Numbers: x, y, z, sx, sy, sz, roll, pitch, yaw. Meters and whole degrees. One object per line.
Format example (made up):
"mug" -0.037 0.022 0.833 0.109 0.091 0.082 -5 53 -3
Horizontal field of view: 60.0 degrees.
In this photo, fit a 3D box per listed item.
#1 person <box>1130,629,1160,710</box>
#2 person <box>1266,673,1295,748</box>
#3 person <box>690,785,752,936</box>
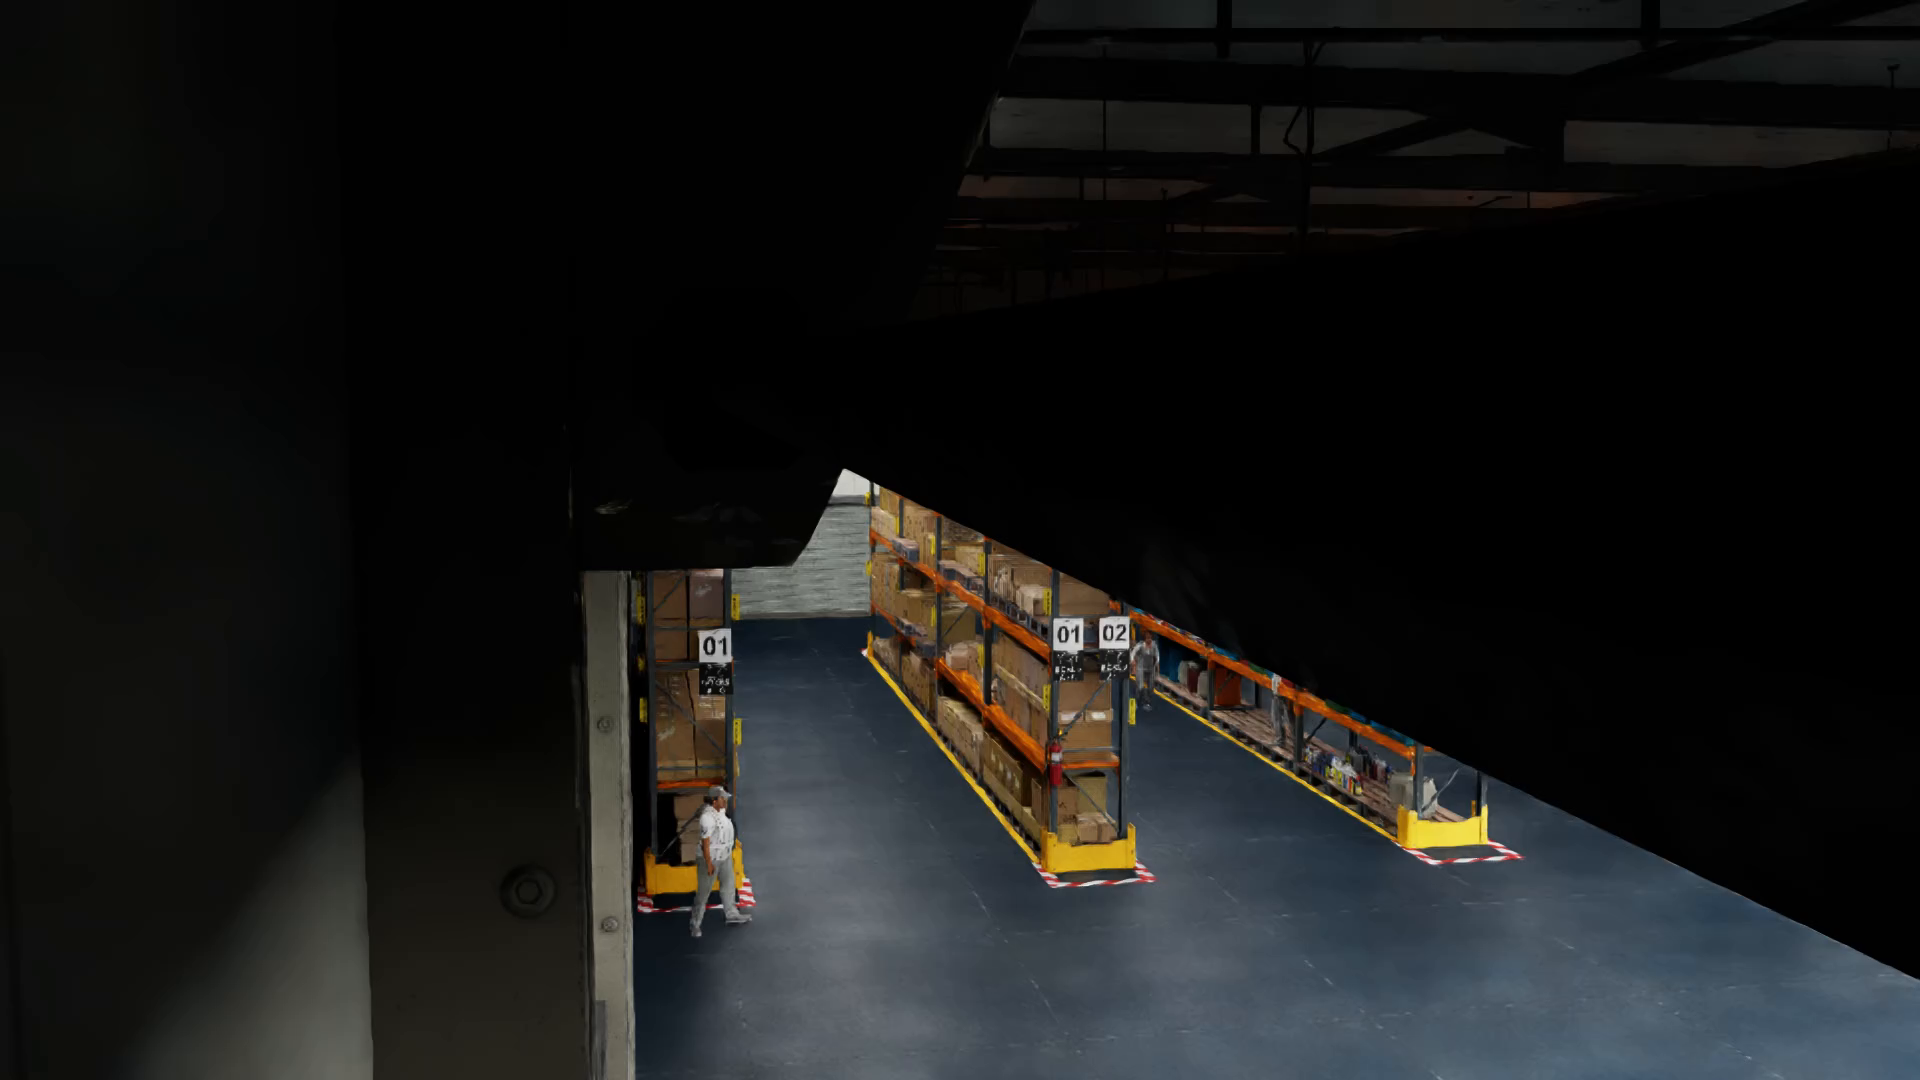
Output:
"person" 3.394 2.381 30.576 0.566 1.540 0.516 -1 6 -13
"person" 5.238 2.469 26.696 0.483 1.765 0.587 -2 6 -20
"person" -2.730 3.552 18.670 0.527 1.656 0.717 2 6 21
